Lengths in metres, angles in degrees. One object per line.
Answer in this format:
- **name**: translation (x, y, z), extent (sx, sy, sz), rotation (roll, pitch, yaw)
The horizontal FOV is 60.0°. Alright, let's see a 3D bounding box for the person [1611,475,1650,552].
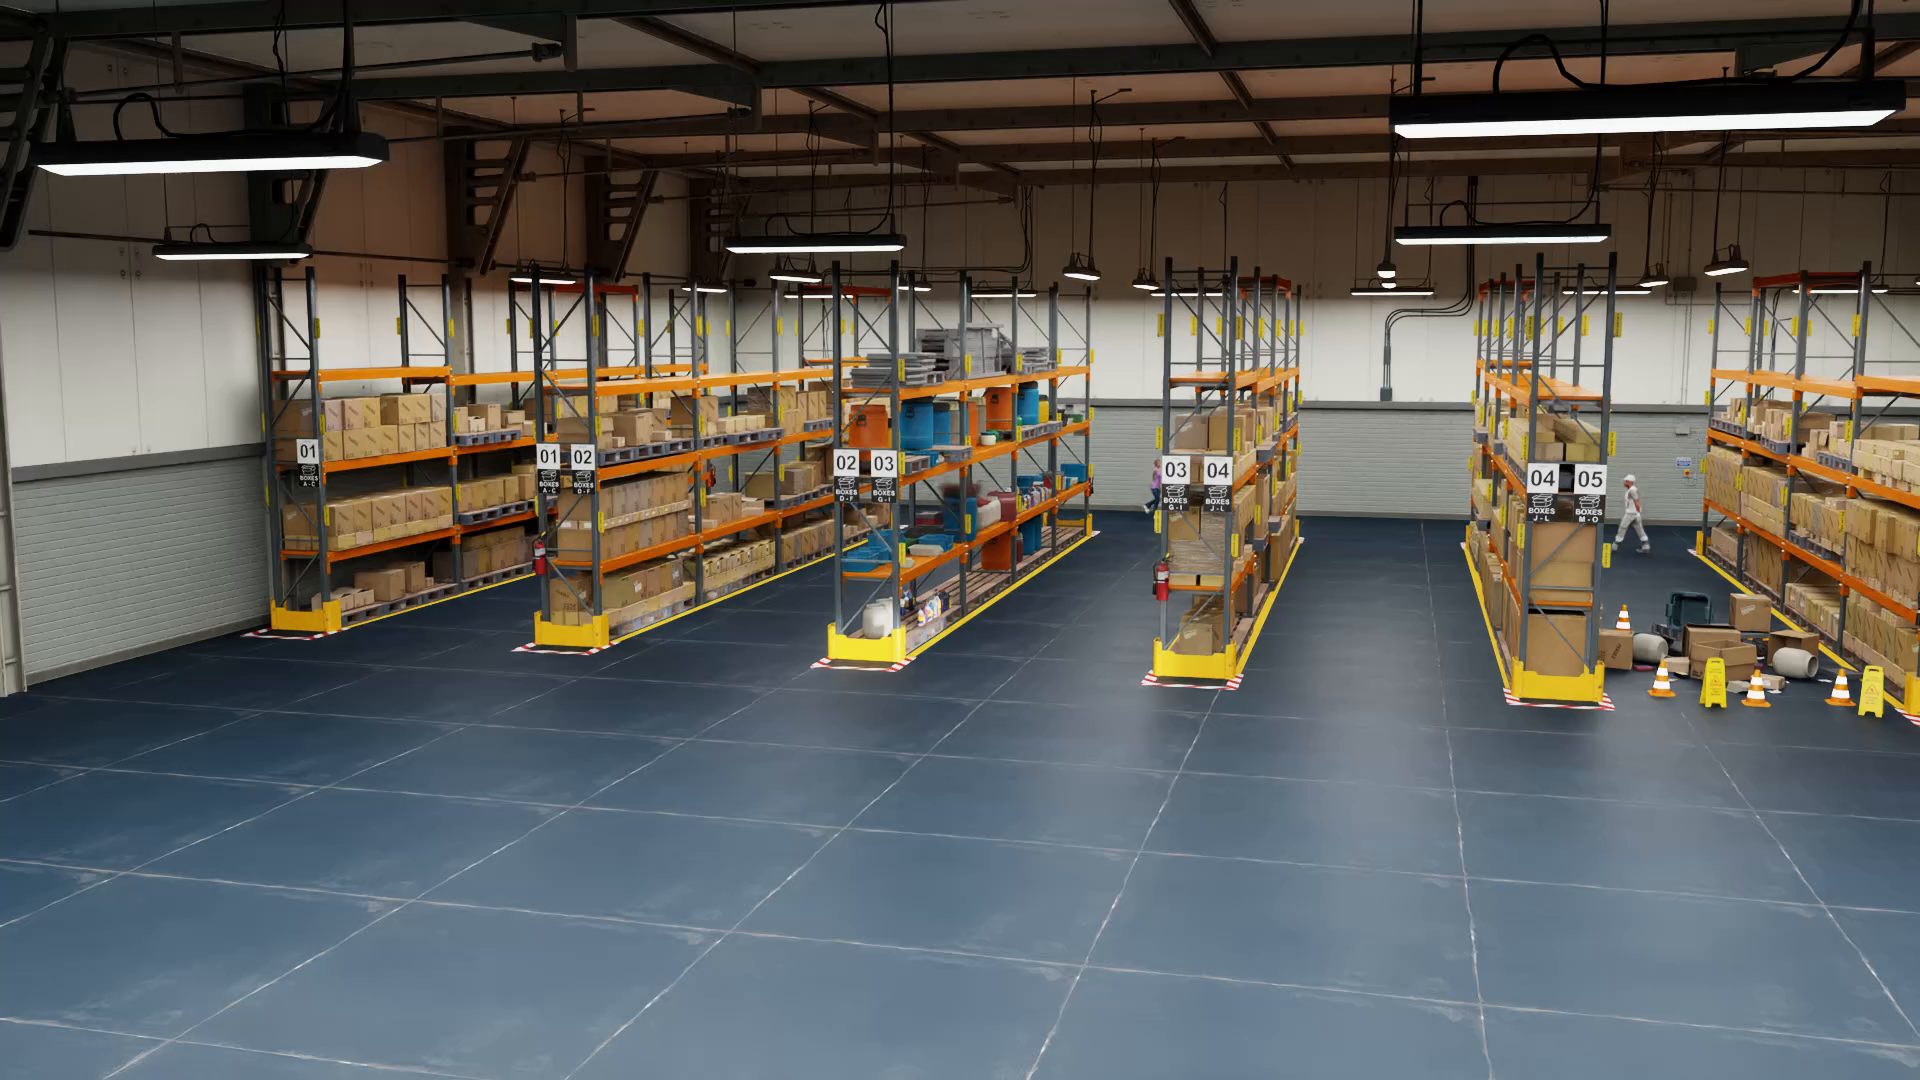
- **person**: translation (14.986, -0.607, 37.240), extent (0.975, 1.723, 0.495), rotation (6, 9, 39)

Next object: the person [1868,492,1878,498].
- **person**: translation (18.991, -0.215, 34.625), extent (0.485, 1.670, 0.460), rotation (-4, 8, -31)

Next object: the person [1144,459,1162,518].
- **person**: translation (5.138, -1.375, 44.001), extent (0.612, 1.578, 0.414), rotation (5, 9, 33)
